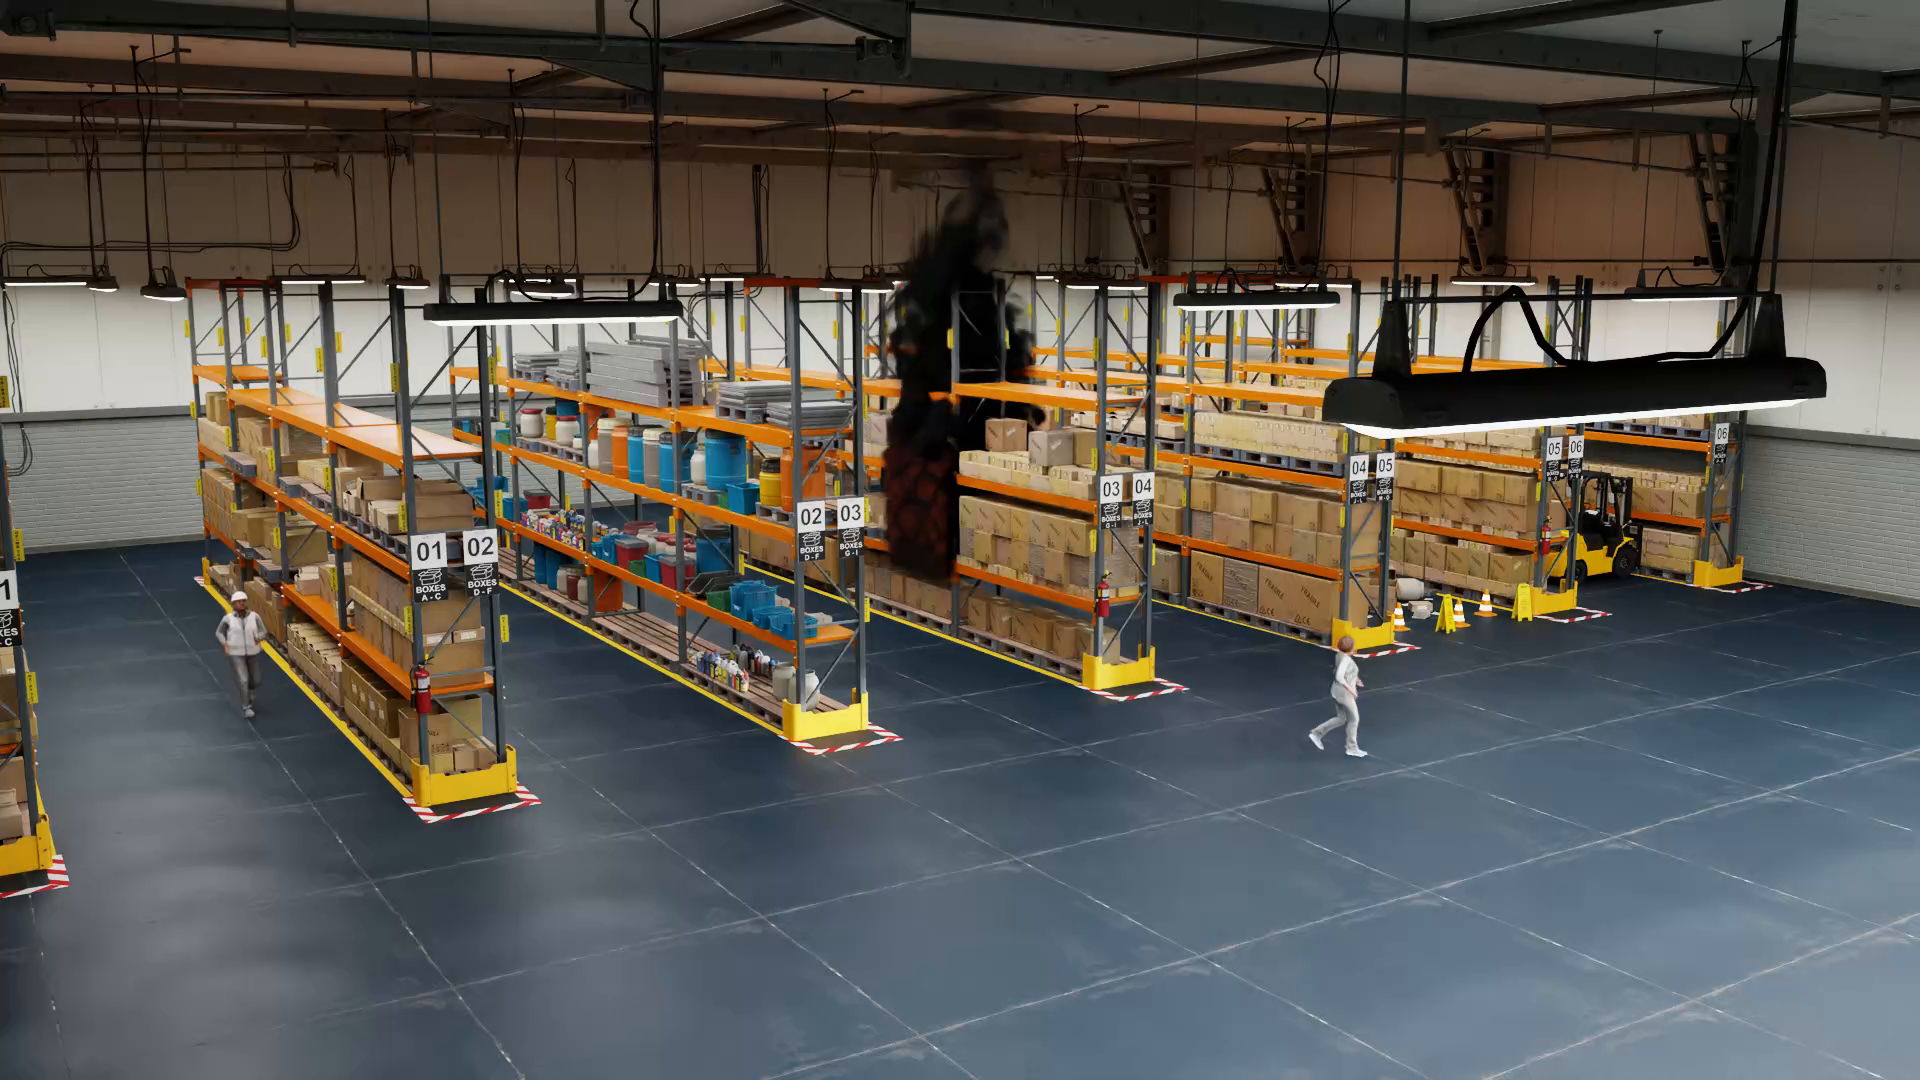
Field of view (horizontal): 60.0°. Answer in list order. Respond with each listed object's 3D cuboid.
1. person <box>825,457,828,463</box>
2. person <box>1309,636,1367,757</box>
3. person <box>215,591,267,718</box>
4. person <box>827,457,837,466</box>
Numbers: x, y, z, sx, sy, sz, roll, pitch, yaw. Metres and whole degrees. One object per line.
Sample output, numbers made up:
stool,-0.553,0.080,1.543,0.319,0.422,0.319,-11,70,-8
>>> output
person,-3.409,-1.209,39.932,0.693,1.734,0.915,-1,10,-8
person,4.879,2.004,21.315,0.750,1.586,0.558,0,10,-2
person,-10.077,1.584,23.380,0.668,1.739,0.803,-6,11,-33
person,-3.244,-1.359,41.229,0.696,1.646,0.916,6,11,33
